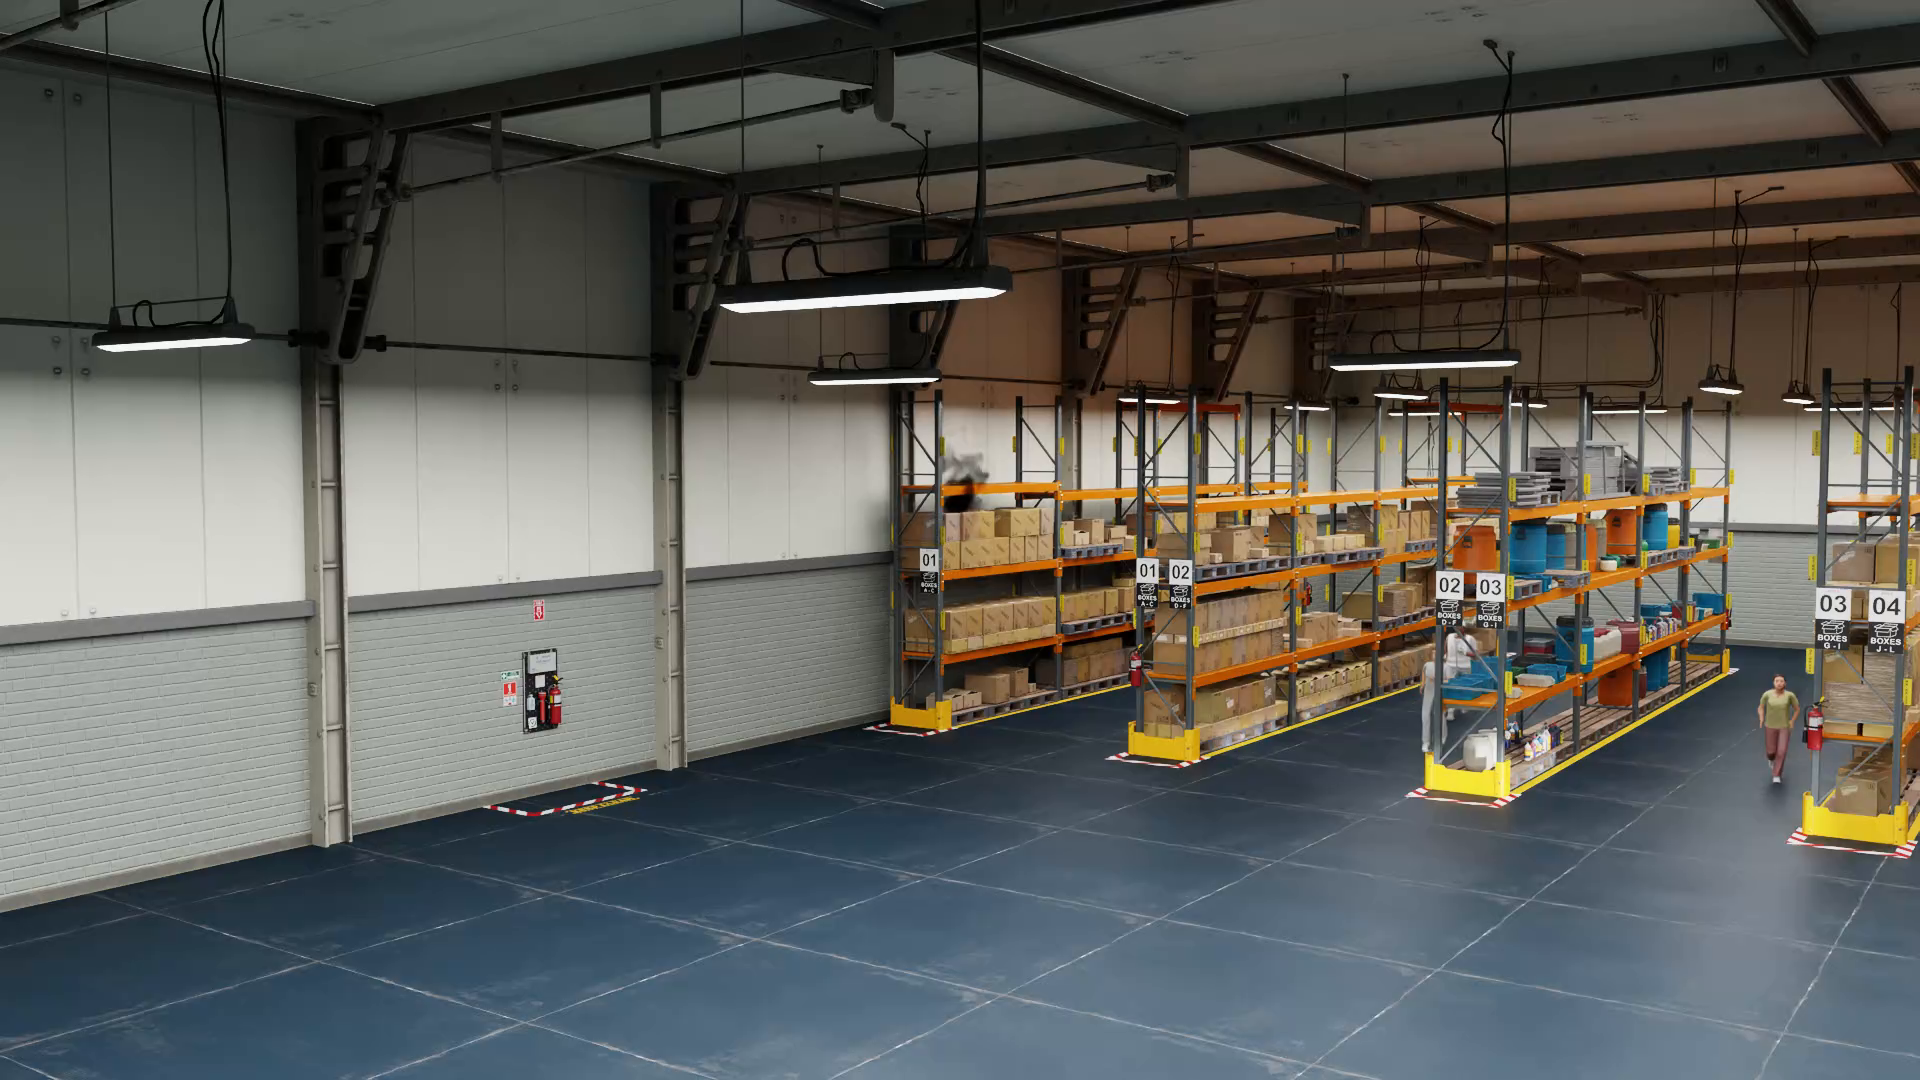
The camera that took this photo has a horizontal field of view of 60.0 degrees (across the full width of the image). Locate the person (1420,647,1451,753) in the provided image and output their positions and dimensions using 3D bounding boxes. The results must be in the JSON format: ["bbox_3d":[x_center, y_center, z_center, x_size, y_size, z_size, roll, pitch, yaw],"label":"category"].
[{"bbox_3d":[7.846,2.610,27.447,0.541,1.714,0.830,2,4,30],"label":"person"}]

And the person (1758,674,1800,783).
[{"bbox_3d":[12.272,2.800,24.926,0.569,1.612,0.622,2,4,27],"label":"person"}]

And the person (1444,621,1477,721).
[{"bbox_3d":[9.183,2.369,30.608,0.671,1.818,0.897,2,4,27],"label":"person"}]
